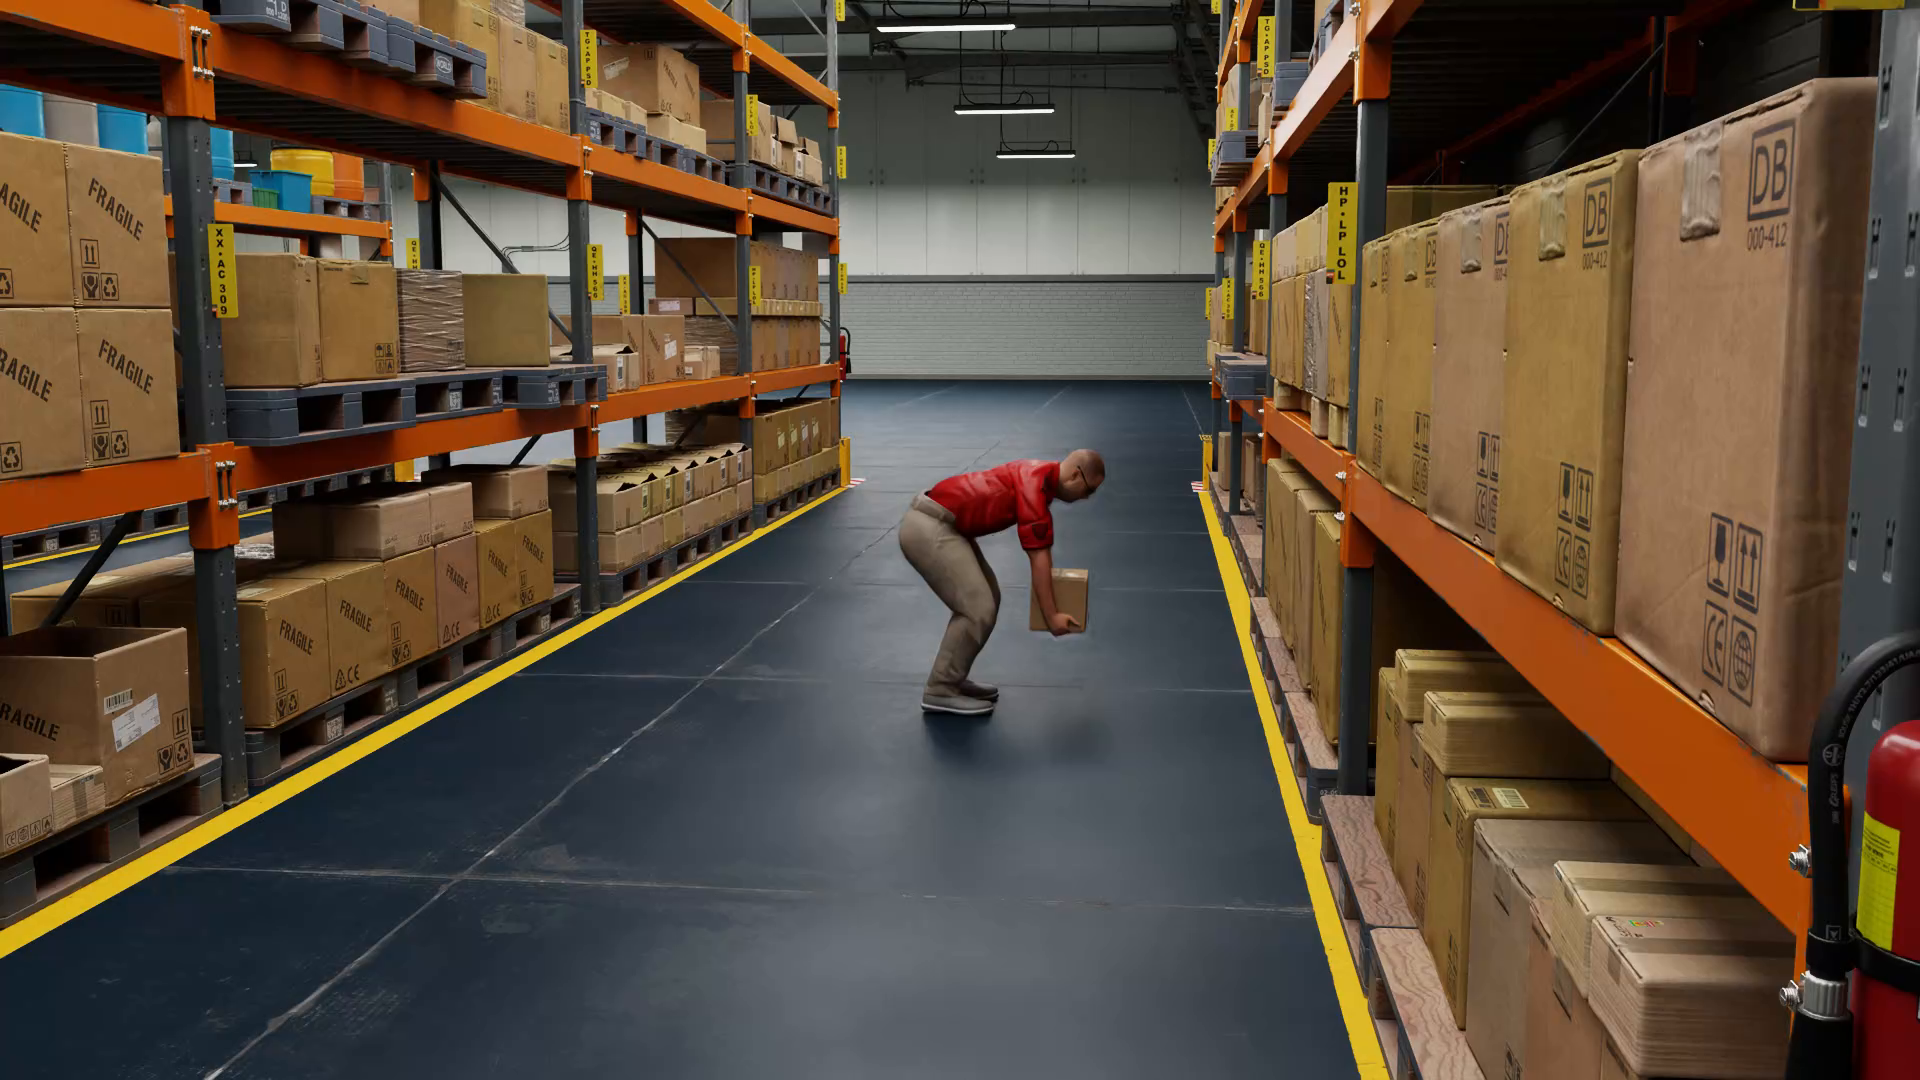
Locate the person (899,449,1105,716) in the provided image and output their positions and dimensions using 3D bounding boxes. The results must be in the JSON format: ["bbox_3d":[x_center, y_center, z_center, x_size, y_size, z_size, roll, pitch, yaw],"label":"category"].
[{"bbox_3d":[0.191,0.178,7.573,0.927,1.191,0.515,1,8,4],"label":"person"}]
